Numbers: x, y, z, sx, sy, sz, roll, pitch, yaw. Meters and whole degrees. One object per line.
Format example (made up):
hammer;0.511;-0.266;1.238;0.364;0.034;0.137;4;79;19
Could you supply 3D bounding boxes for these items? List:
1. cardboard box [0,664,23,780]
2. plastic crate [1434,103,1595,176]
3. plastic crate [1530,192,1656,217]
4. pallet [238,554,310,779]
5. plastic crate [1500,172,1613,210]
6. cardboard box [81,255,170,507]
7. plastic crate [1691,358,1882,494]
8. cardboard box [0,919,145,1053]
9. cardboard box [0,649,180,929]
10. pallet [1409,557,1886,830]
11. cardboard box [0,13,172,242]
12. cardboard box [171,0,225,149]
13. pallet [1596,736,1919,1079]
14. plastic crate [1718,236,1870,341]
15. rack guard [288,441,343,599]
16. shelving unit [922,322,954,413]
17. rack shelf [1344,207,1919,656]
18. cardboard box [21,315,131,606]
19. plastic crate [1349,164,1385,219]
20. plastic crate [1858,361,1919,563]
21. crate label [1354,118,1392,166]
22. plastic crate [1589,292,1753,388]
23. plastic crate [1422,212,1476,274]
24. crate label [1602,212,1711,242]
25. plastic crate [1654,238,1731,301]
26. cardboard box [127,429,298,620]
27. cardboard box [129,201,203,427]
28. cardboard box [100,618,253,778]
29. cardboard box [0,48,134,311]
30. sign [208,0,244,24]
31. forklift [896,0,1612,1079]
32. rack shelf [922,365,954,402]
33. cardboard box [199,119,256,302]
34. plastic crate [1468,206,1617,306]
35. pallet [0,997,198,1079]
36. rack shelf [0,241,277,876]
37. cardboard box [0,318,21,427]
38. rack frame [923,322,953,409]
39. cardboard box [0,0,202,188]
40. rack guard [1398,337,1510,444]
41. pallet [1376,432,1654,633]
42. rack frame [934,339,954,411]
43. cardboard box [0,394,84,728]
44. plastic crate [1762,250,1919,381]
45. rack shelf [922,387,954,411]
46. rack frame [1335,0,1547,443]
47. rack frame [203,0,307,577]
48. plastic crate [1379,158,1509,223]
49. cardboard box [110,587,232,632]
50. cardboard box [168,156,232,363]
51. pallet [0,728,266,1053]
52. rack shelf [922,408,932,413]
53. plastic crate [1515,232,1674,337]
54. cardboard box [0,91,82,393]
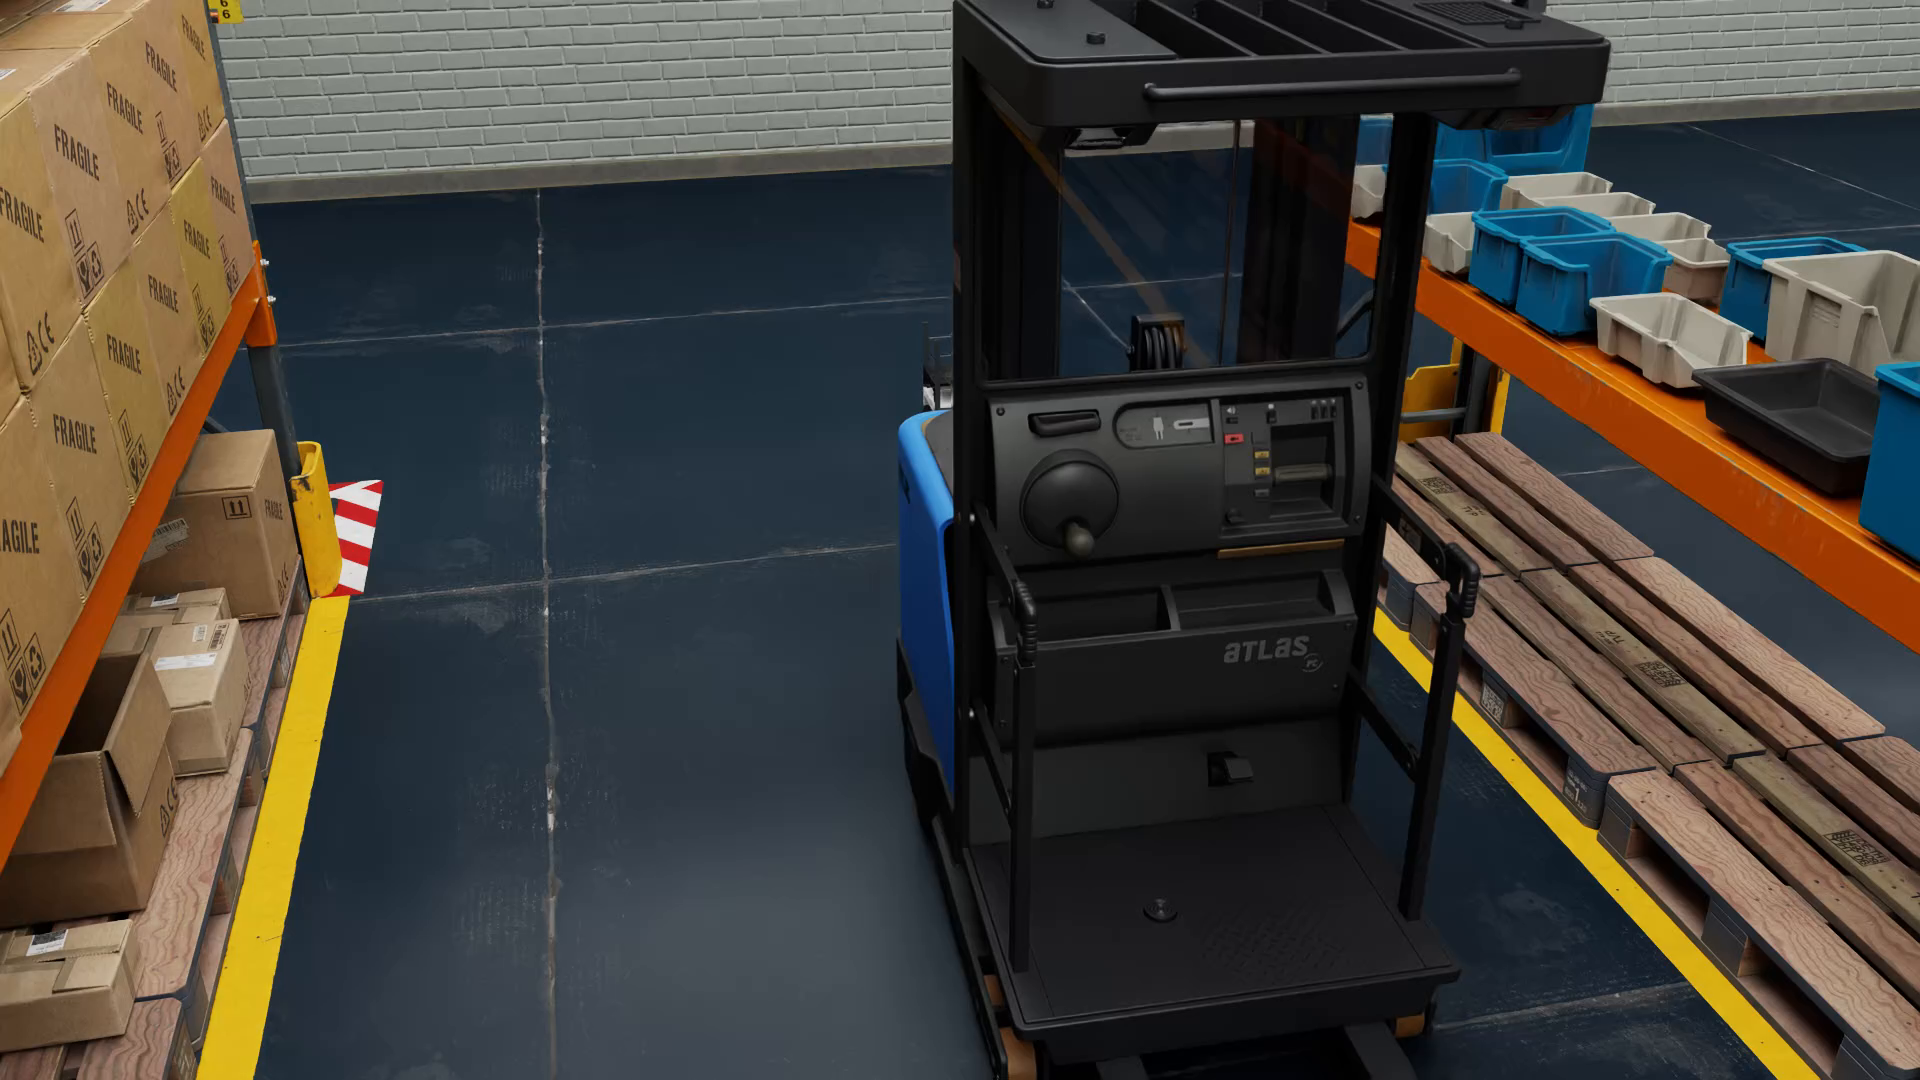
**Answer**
cardboard box;-1.951;0.284;2.747;0.500;0.500;0.500;-5;27;-10
plastic crate;2.081;-1.592;6.469;0.616;0.435;0.499;-6;27;-12
plastic crate;2.235;-1.118;5.862;0.396;0.136;0.243;-6;27;-12
pallet;-2.806;0.453;5.620;1.003;0.211;1.213;-6;27;-12
plastic crate;2.184;-1.247;6.117;0.396;0.136;0.243;-6;27;-12
cardboard box;-2.296;-0.383;4.069;0.500;0.500;0.500;-6;27;-12
plastic crate;2.211;-0.289;4.233;0.437;0.125;0.590;-6;27;-12
cardboard box;-2.190;1.064;3.970;0.380;0.166;0.250;-6;27;-12
cardboard box;-2.530;0.674;4.368;0.797;0.503;0.637;-6;27;-12
pallet;2.243;0.468;5.588;1.003;0.211;1.213;-6;27;-12
cardboard box;-2.399;-1.050;4.282;0.500;0.500;0.500;-5;27;-10
cardboard box;-2.635;-1.499;5.171;0.500;0.500;0.500;-6;27;-12
pallet;2.521;1.005;4.525;1.003;0.211;1.213;-6;27;-12
plastic crate;2.536;-0.754;5.033;0.416;0.233;0.300;-6;27;-12
rack guard;-2.986;-0.026;6.248;1.175;0.500;0.348;-6;27;-12
shelving unit;-0.002;-0.405;6.554;0.258;0.900;0.210;-6;27;-12
rack shelf;2.274;-0.478;5.166;1.077;0.370;4.000;-6;27;-12
cardboard box;-2.180;-0.160;3.627;0.500;0.500;0.500;-6;27;-12
plastic crate;1.550;-1.295;6.213;0.250;0.136;0.298;-6;27;-12
plastic crate;2.287;-0.111;3.592;0.392;0.384;0.575;-6;27;-12
crate label;1.558;-1.487;6.487;0.416;0.233;0.303;-6;27;-12
plastic crate;2.040;-0.564;4.765;0.293;0.136;0.466;-6;27;-12
plastic crate;1.703;-0.997;5.623;0.250;0.136;0.298;-6;27;-12
crate label;2.321;-0.998;5.624;0.396;0.136;0.243;-6;27;-12
plastic crate;2.406;-0.870;5.371;0.298;0.136;0.250;-6;27;-12
cardboard box;-2.641;-0.043;5.791;0.500;0.500;0.500;-6;27;-12
cardboard box;-2.410;-0.604;4.508;0.500;0.500;0.500;-6;27;-11
cardboard box;-2.456;0.489;5.015;0.500;0.250;0.500;-6;27;-12
cardboard box;-2.283;-0.825;3.835;0.500;0.500;0.500;-5;27;-10
sign;-2.458;-1.881;5.513;0.100;0.325;0.005;-6;27;-12
forklift;0.574;-0.136;3.767;1.130;2.935;3.031;-5;27;-10
rack shelf;-0.002;-0.617;6.448;0.258;0.077;0.200;-6;27;-12
cardboard box;-2.637;-1.051;5.393;0.500;0.500;0.500;-5;27;-10
plastic crate;1.855;-0.909;5.342;0.416;0.233;0.300;-6;27;-12
pallet;-2.256;1.524;3.497;1.003;0.211;1.213;-6;27;-12
rack shelf;-2.553;0.023;4.173;1.077;0.370;4.000;-6;27;-12
cardboard box;-2.051;-0.373;2.939;0.500;0.500;0.500;-7;28;-13
rack frame;-0.025;-0.450;6.643;0.240;0.900;0.006;-6;27;-12
cardboard box;-2.520;-1.278;4.732;0.500;0.500;0.500;-5;27;-10
rack guard;1.805;-0.570;7.325;1.175;0.500;0.348;-6;27;-12
pallet;1.971;-0.066;6.647;1.003;0.211;1.213;-6;27;-12
rack frame;0.021;-0.361;6.466;0.240;0.900;0.006;-6;27;-12
cardboard box;-2.070;0.060;3.192;0.500;0.500;0.500;-5;27;-11
plastic crate;2.560;-0.584;4.643;0.437;0.282;0.530;-6;27;-12
rack shelf;-0.002;-0.536;6.488;0.258;0.077;0.200;-6;27;-12
rack frame;1.823;-1.677;6.744;1.000;3.000;0.127;-6;27;-12
rack frame;-3.003;-1.176;5.750;1.000;3.000;0.127;-6;27;-12
plastic crate;1.707;-1.198;5.914;0.416;0.233;0.300;-6;27;-12
cardboard box;-2.637;0.293;5.496;0.380;0.166;0.250;-6;27;-12
cardboard box;-2.517;-0.824;4.943;0.500;0.500;0.500;-6;27;-11
pallet;-2.534;0.987;4.560;1.003;0.211;1.213;-6;27;-12
rack shelf;-0.002;-0.456;6.529;0.258;0.077;0.200;-6;27;-12
plastic crate;1.923;-0.778;5.081;0.416;0.233;0.300;-6;27;-12
cardboard box;-2.166;-0.598;3.386;0.500;0.500;0.500;-7;28;-13
